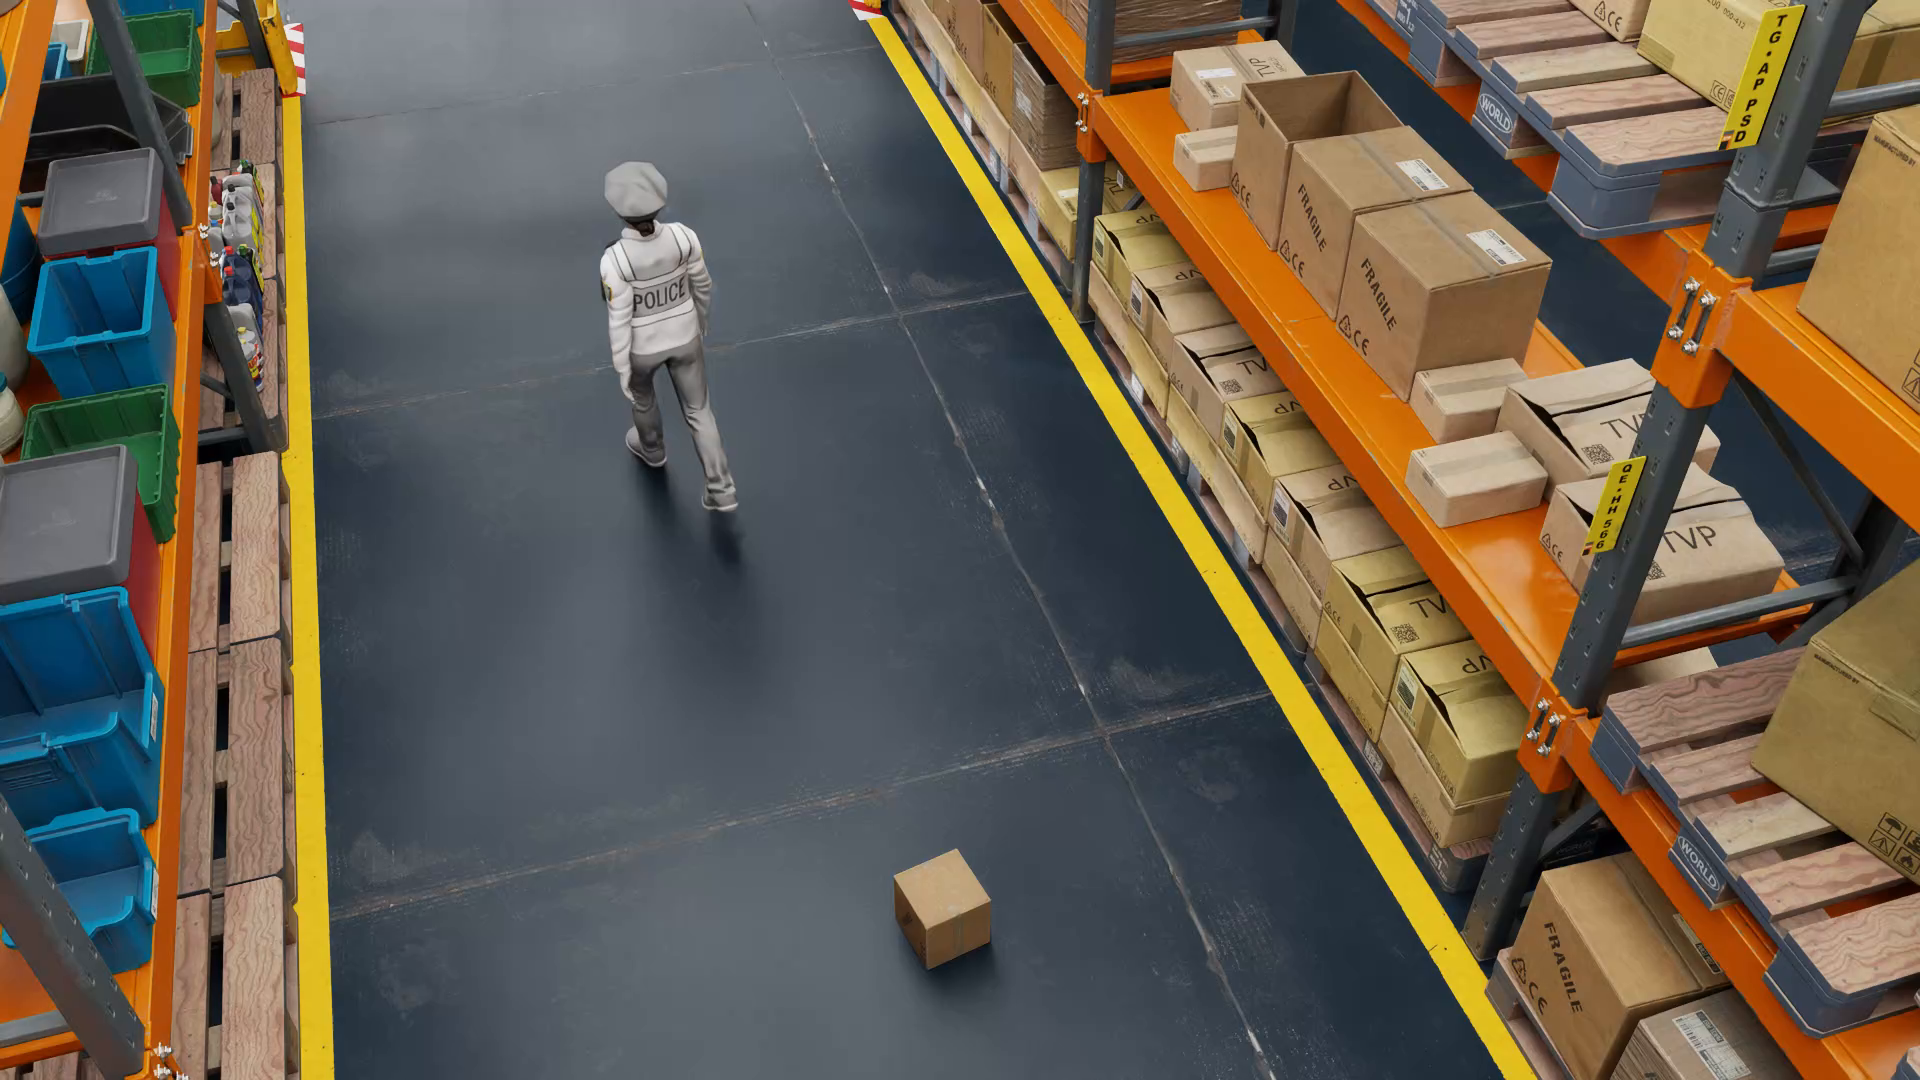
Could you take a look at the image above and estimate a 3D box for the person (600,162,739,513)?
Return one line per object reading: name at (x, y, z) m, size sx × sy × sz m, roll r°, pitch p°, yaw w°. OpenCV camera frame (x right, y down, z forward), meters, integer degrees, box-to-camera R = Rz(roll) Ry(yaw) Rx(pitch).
person at (-1.260, -0.859, 7.064) m, size 0.499 × 1.647 × 0.916 m, roll -20°, pitch 46°, yaw -21°
